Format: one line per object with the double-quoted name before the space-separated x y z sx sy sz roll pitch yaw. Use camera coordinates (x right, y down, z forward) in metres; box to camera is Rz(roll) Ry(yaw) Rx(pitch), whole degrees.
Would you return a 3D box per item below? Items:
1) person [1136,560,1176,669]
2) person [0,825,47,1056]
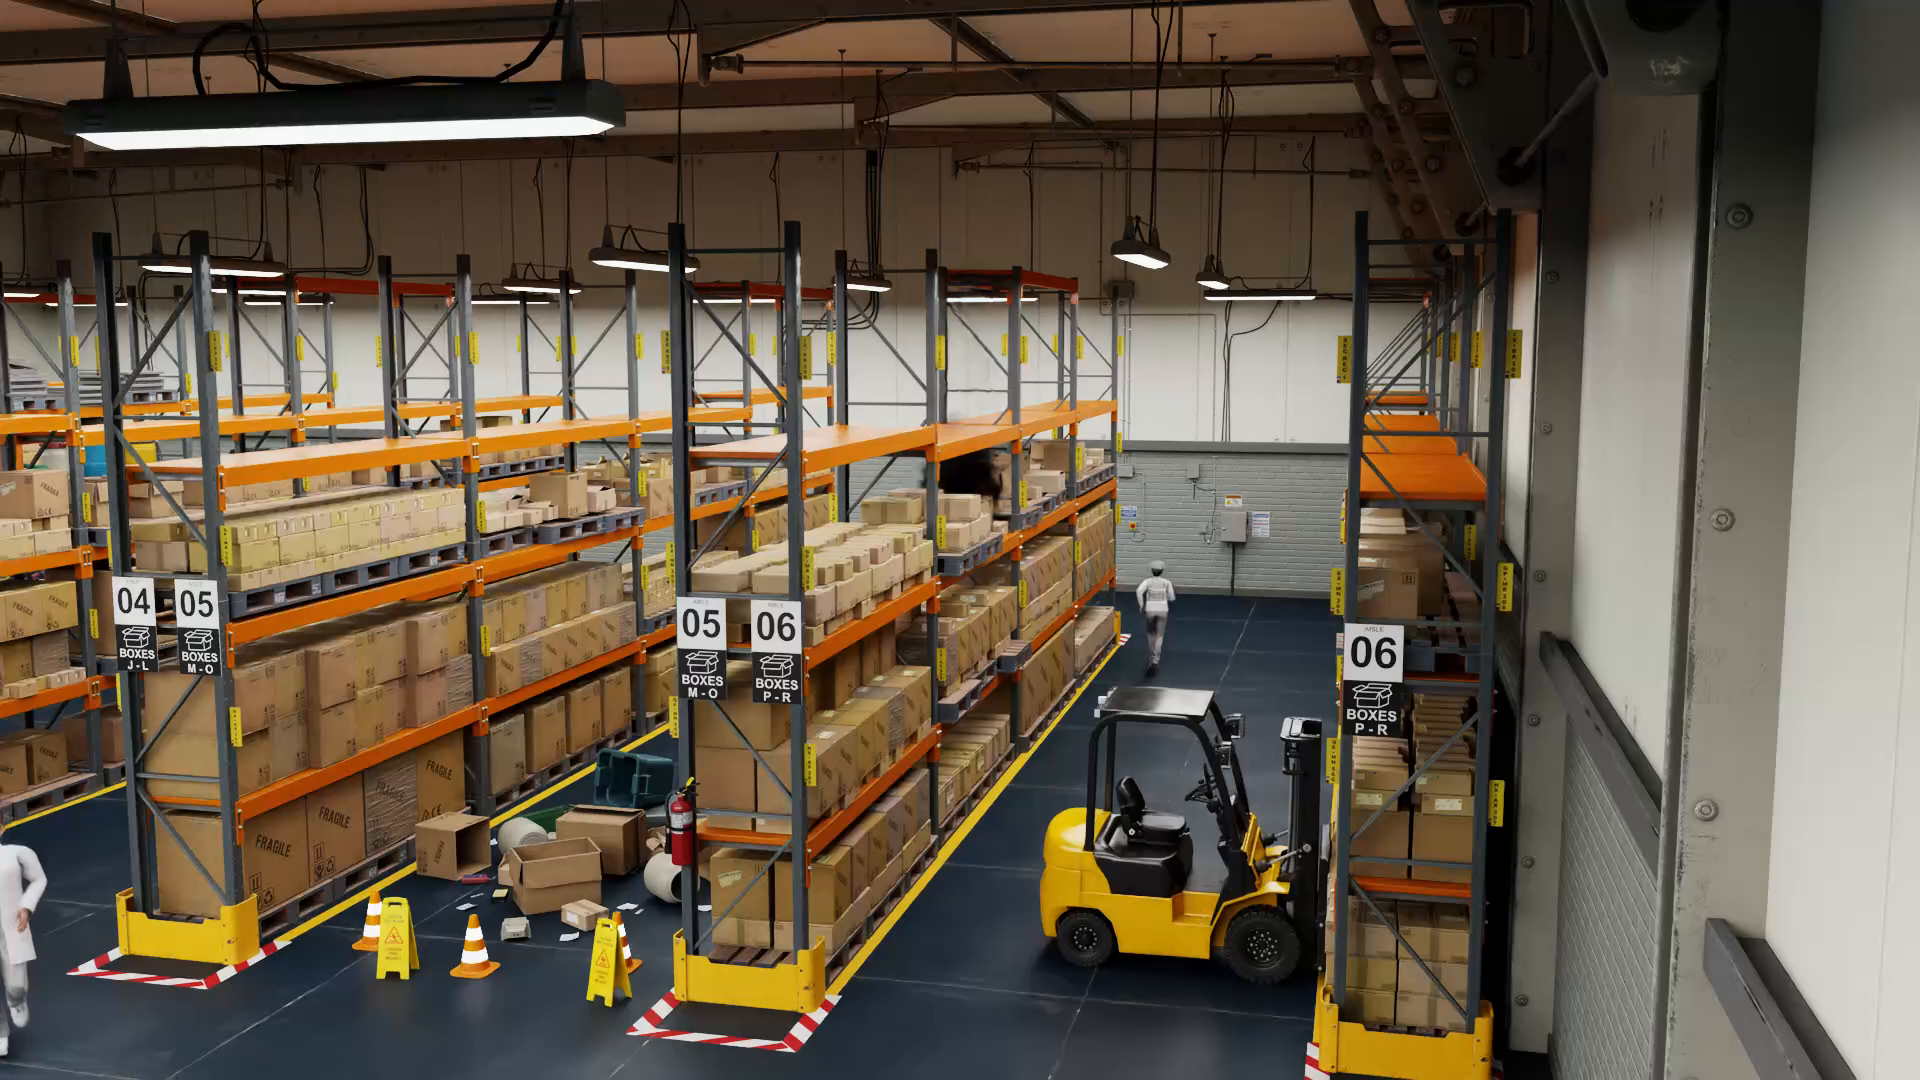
"person" 3.055 1.210 25.748 0.551 1.766 0.828 1 7 10
"person" -7.012 2.842 12.069 0.705 1.724 0.668 -4 8 -27
